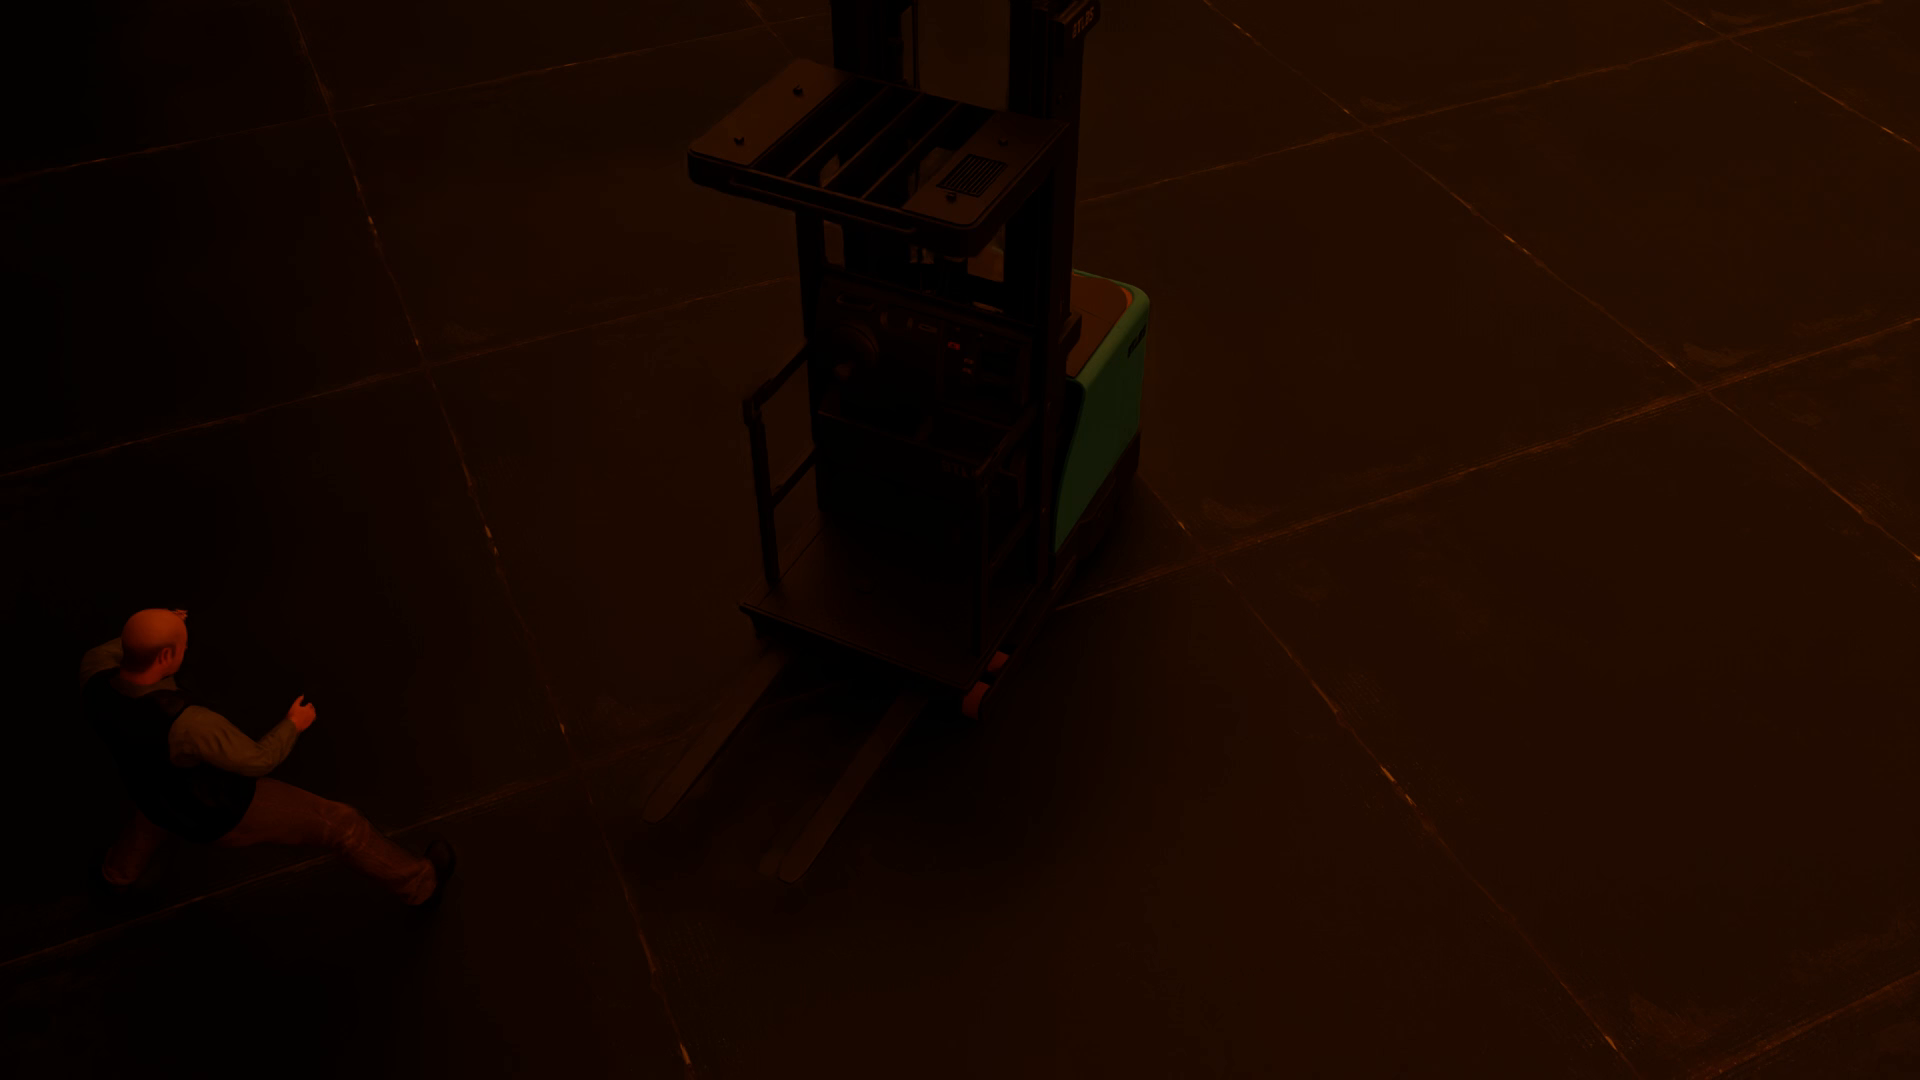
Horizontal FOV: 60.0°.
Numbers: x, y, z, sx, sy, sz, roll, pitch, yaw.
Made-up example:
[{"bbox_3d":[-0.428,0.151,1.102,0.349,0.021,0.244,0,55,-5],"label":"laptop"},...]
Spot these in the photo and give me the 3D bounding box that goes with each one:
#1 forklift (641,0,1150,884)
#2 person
[{"bbox_3d":[-0.244,-0.662,6.390,1.130,2.935,3.031,19,46,19],"label":"forklift"},{"bbox_3d":[-2.649,0.736,5.926,1.303,1.517,0.820,20,47,20],"label":"person"}]
